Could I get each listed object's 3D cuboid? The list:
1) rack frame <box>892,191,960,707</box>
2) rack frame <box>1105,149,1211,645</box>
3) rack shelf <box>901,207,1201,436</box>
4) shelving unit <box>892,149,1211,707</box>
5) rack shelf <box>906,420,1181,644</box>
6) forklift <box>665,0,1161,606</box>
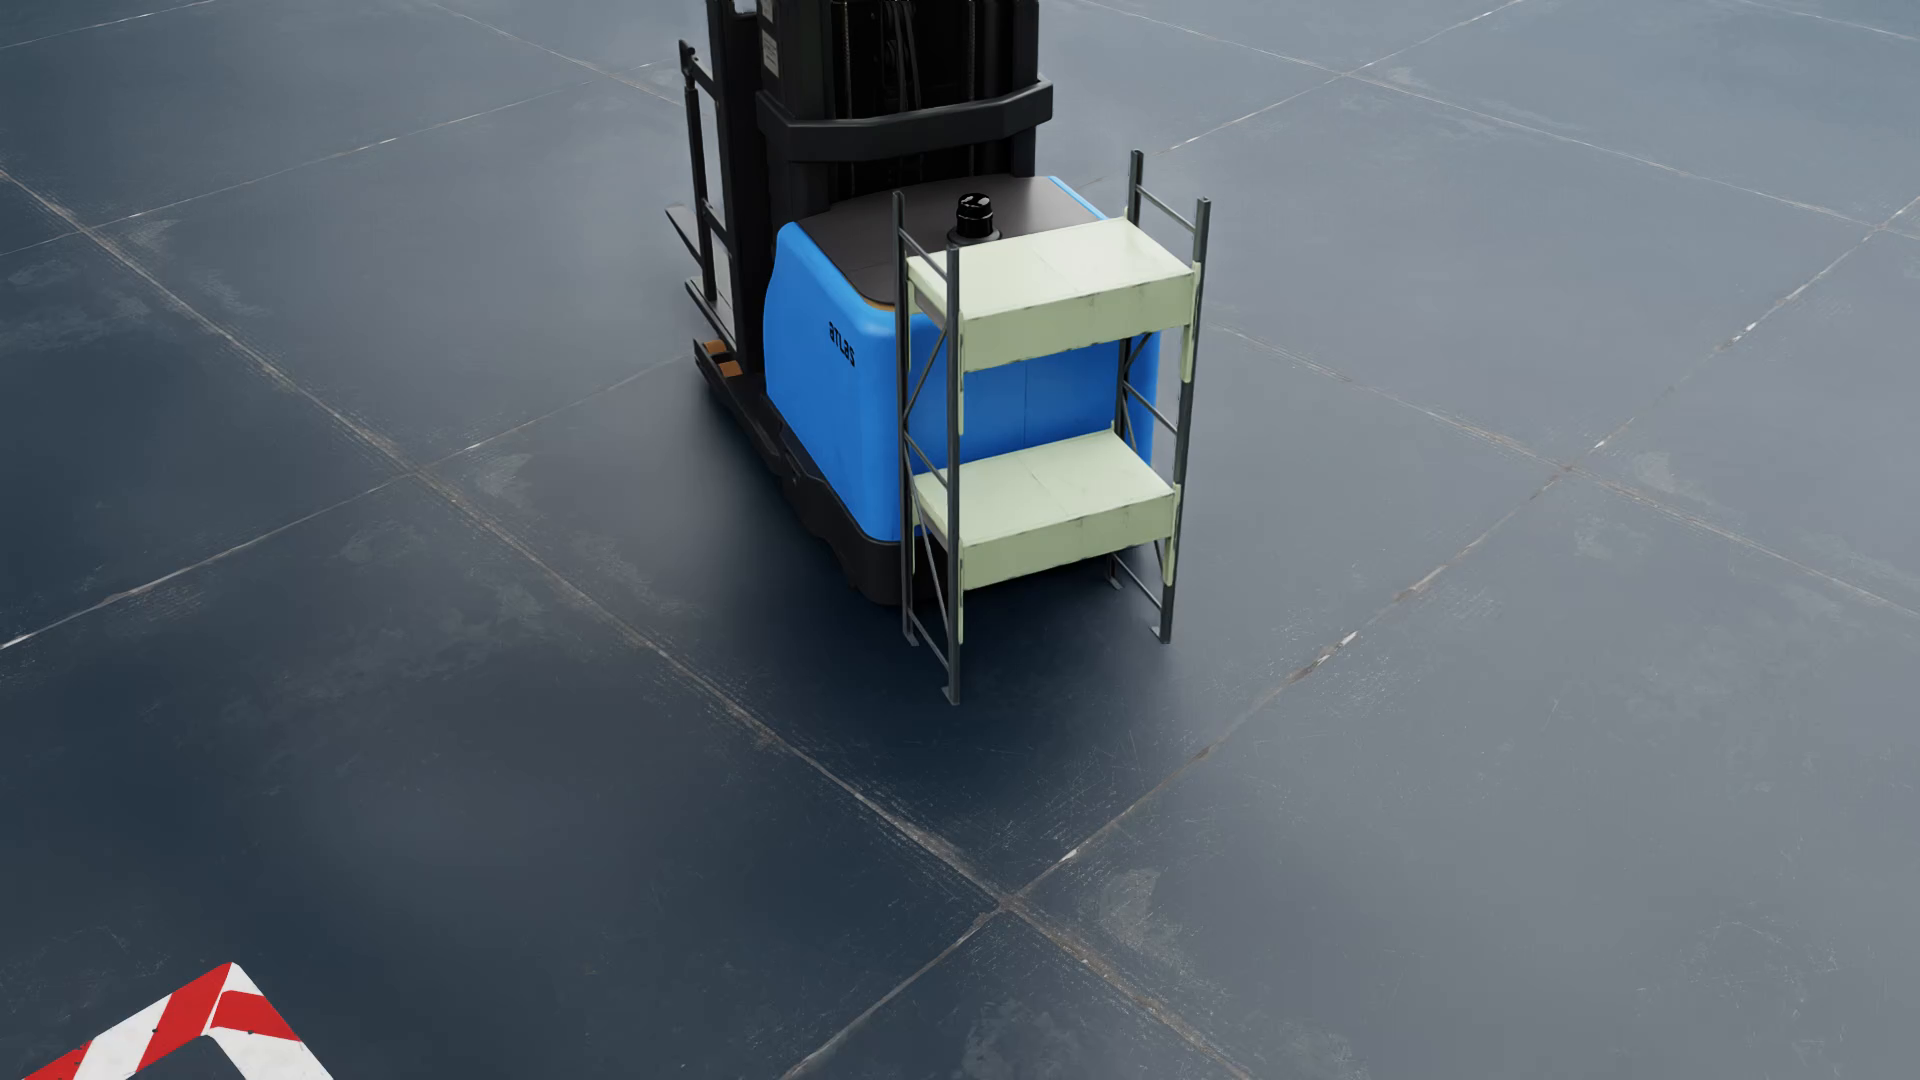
[{"bbox_3d":[-0.092,-0.217,4.750,0.023,1.500,0.400,-14,37,-20],"label":"rack frame"},{"bbox_3d":[0.577,-0.388,4.995,0.023,1.500,0.400,-14,37,-20],"label":"rack frame"},{"bbox_3d":[0.242,-0.623,4.649,0.720,0.370,0.431,-14,37,-20],"label":"rack shelf"},{"bbox_3d":[0.242,-0.303,4.873,0.755,1.500,0.431,-14,37,-20],"label":"shelving unit"},{"bbox_3d":[0.242,-0.035,5.059,0.720,0.370,0.431,-14,37,-20],"label":"rack shelf"},{"bbox_3d":[-0.410,-1.826,5.806,1.130,2.935,3.031,-14,37,-20],"label":"forklift"}]
